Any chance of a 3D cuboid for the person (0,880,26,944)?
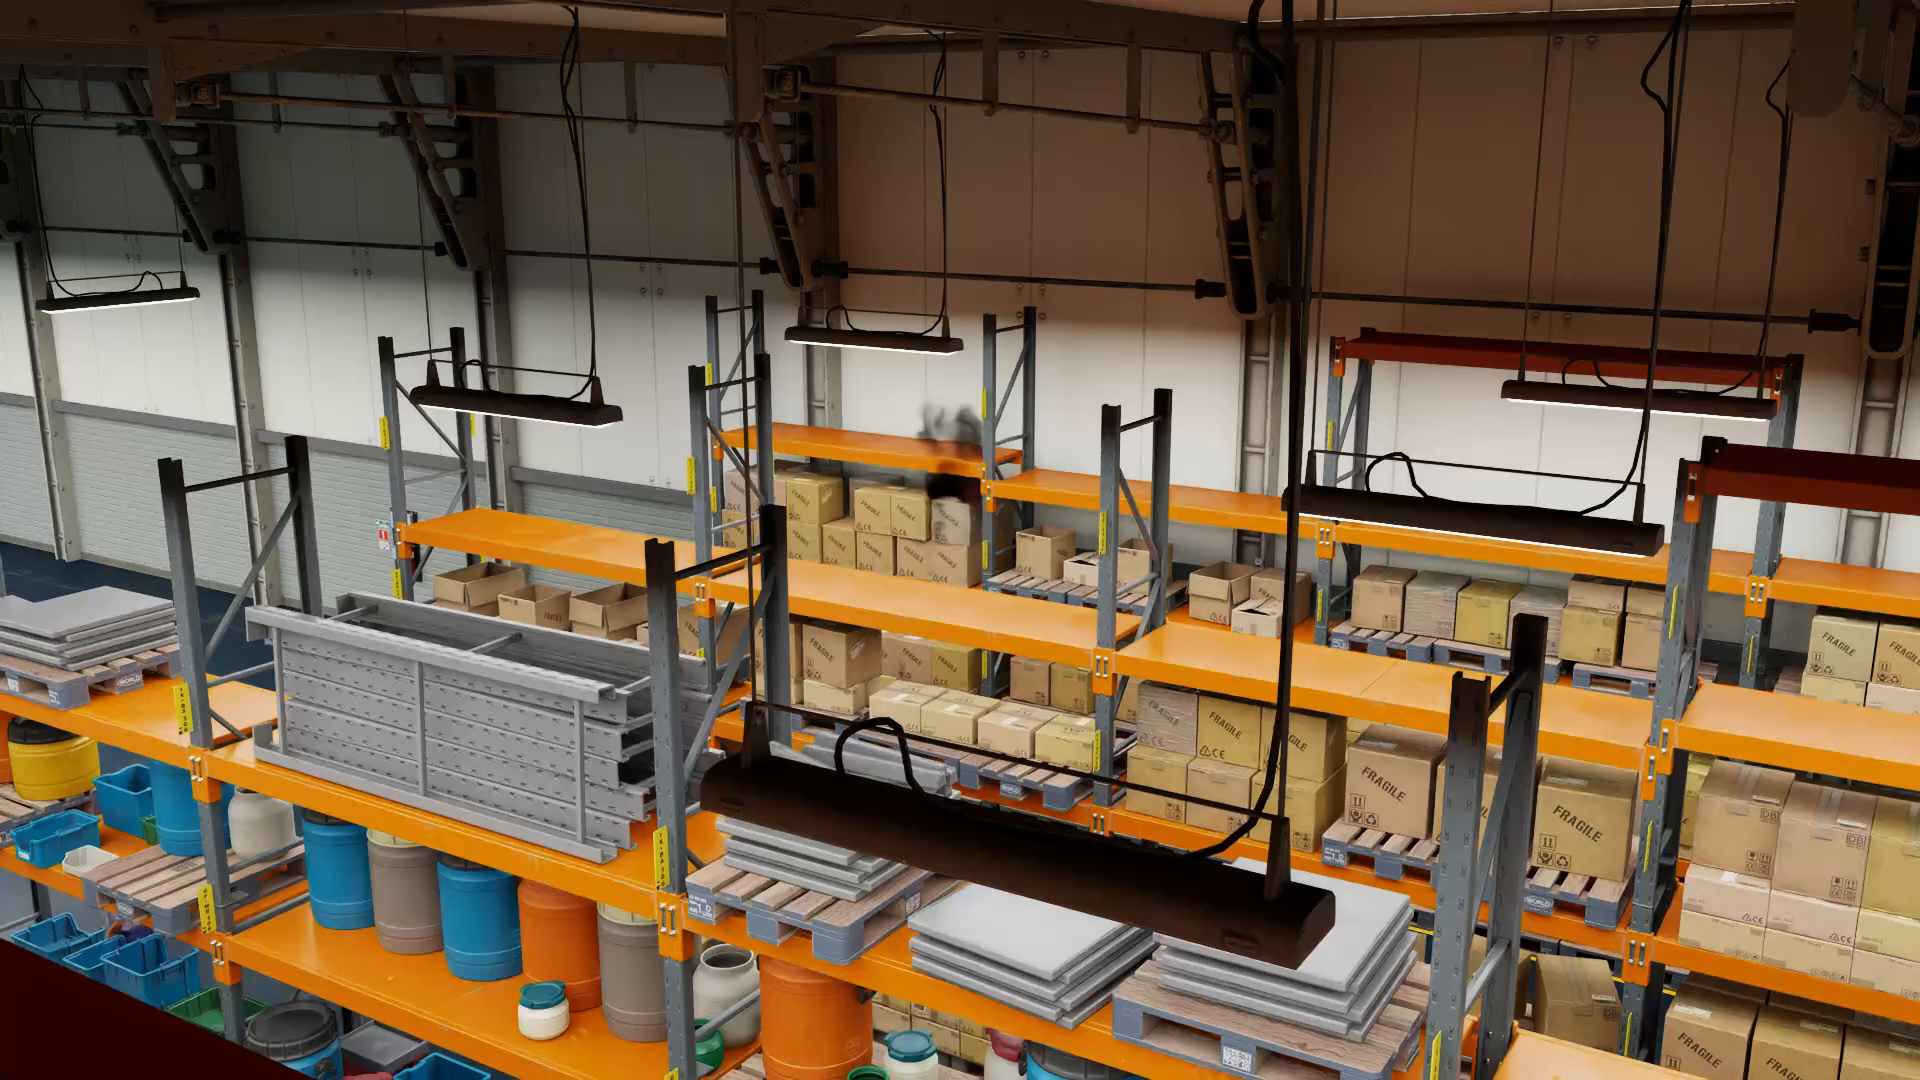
[{"bbox_3d":[-8.678,3.697,15.006,0.762,1.689,0.623,-3,14,-13],"label":"person"}]
